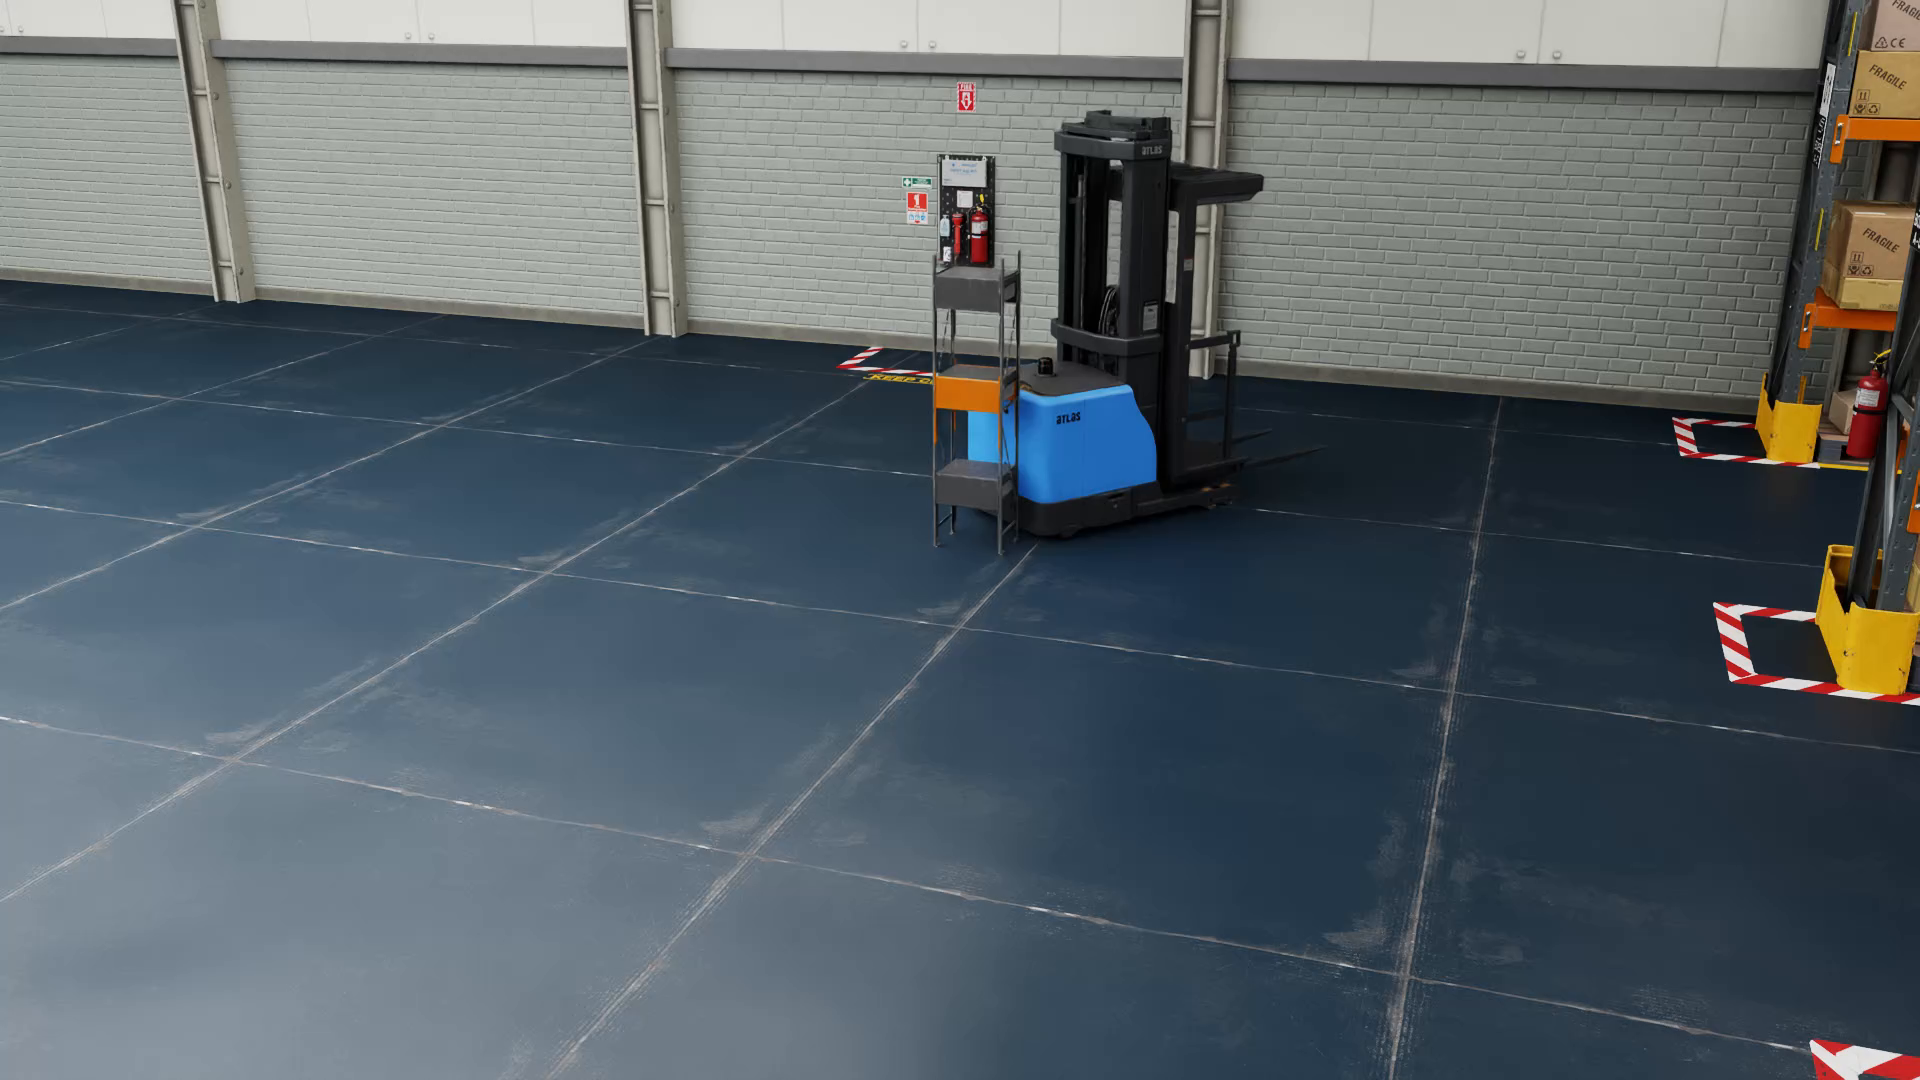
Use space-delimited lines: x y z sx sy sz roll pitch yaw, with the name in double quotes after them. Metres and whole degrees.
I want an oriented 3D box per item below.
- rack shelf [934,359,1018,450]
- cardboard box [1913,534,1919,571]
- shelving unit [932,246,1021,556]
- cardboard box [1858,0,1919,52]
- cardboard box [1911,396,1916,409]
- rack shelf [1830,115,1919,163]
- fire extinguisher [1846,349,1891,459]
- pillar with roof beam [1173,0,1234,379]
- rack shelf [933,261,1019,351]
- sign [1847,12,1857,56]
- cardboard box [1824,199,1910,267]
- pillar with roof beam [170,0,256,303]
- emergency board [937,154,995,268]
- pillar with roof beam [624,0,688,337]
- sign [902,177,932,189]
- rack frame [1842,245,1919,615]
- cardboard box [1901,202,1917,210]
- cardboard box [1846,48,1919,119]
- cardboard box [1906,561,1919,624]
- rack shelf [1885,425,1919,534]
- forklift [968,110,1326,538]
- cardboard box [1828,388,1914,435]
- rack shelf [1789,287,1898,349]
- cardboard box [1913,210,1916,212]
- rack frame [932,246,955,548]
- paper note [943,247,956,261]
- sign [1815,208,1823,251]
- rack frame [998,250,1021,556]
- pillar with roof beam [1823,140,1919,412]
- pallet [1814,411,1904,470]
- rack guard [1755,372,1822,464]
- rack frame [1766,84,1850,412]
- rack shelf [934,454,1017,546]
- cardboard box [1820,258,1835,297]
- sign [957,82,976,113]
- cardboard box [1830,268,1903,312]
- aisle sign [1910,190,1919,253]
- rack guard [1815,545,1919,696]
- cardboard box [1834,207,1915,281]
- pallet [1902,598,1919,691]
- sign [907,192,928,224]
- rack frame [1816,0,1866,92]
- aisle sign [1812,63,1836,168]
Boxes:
0.116 -0.954 11.663 0.480 0.518 0.431 7 20 19 "rack shelf"
6.065 -0.005 9.934 0.500 0.500 0.500 7 20 18 "cardboard box"
0.116 -0.966 11.659 0.503 2.100 0.431 7 20 19 "shelving unit"
7.368 -4.085 12.980 0.500 0.500 0.500 5 20 14 "cardboard box"
8.246 -1.031 13.893 0.500 0.311 0.500 8 21 23 "cardboard box"
8.973 -3.118 12.999 4.000 0.370 1.077 7 20 18 "rack shelf"
5.502 -0.837 10.038 0.183 0.674 0.296 7 20 18 "fire extinguisher"
0.948 -4.593 11.581 0.400 9.000 9.100 7 20 18 "pillar with roof beam"
0.116 -1.615 11.433 0.480 0.518 0.431 7 20 19 "rack shelf"
6.905 -3.917 12.873 0.005 0.325 0.100 7 20 18 "sign"
7.598 -2.565 13.936 0.500 0.500 0.500 6 20 17 "cardboard box"
-10.387 -5.889 15.299 0.400 9.000 9.100 7 20 18 "pillar with roof beam"
0.039 -3.377 17.208 0.643 1.169 0.194 7 20 18 "emergency board"
-4.720 -5.241 13.440 0.400 9.000 9.100 7 20 18 "pillar with roof beam"
-0.448 -3.733 17.369 0.331 0.109 0.001 7 20 18 "sign"
5.461 -0.716 9.574 0.127 3.000 1.000 7 20 18 "rack frame"
8.071 -2.508 13.771 0.500 0.500 0.500 7 20 19 "cardboard box"
7.317 -3.616 13.154 0.500 0.500 0.500 7 20 19 "cardboard box"
6.065 0.350 10.055 0.500 0.250 0.500 7 20 18 "cardboard box"
7.350 -0.161 9.073 4.000 0.370 1.077 7 20 18 "rack shelf"
1.554 -1.752 12.649 3.031 2.935 1.130 -12 23 -32 "forklift"
7.707 -1.092 14.070 0.500 0.311 0.500 4 20 12 "cardboard box"
8.973 -1.701 13.493 4.000 0.370 1.077 7 20 18 "rack shelf"
7.899 -2.348 13.314 0.500 0.500 0.500 7 20 18 "cardboard box"
-0.113 -0.994 11.738 0.015 2.100 0.400 7 20 19 "rack frame"
-0.106 -3.002 17.469 0.142 0.148 0.016 7 20 18 "paper note"
6.905 -2.497 13.368 0.005 0.325 0.100 7 20 18 "sign"
0.345 -0.939 11.580 0.015 2.100 0.400 7 20 19 "rack frame"
6.616 -3.945 9.721 0.400 9.000 9.100 7 20 18 "pillar with roof beam"
7.911 -0.833 14.146 1.213 0.211 1.003 7 20 18 "pallet"
7.155 -1.069 14.382 0.348 0.500 1.175 7 20 18 "rack guard"
7.083 -2.257 13.994 0.127 3.000 1.000 7 20 18 "rack frame"
0.116 -0.293 11.894 0.480 0.518 0.431 7 20 19 "rack shelf"
7.589 -2.205 14.044 0.500 0.250 0.500 7 20 19 "cardboard box"
0.064 -4.504 16.918 0.199 0.298 0.001 7 20 18 "sign"
7.440 -2.044 13.581 0.500 0.250 0.500 6 20 16 "cardboard box"
5.496 -2.042 9.429 0.004 0.787 0.394 7 20 18 "aisle sign"
5.439 0.461 9.993 0.348 0.500 1.175 7 20 18 "rack guard"
7.436 -2.405 13.476 0.500 0.500 0.500 7 20 18 "cardboard box"
6.197 0.670 9.834 1.213 0.211 1.003 7 20 18 "pallet"
-0.450 -3.486 17.465 0.234 0.329 0.001 7 20 18 "sign"
7.083 -5.090 13.007 0.127 3.000 1.000 7 20 18 "rack frame"
6.917 -3.399 13.321 0.004 0.787 0.394 7 20 18 "aisle sign"
